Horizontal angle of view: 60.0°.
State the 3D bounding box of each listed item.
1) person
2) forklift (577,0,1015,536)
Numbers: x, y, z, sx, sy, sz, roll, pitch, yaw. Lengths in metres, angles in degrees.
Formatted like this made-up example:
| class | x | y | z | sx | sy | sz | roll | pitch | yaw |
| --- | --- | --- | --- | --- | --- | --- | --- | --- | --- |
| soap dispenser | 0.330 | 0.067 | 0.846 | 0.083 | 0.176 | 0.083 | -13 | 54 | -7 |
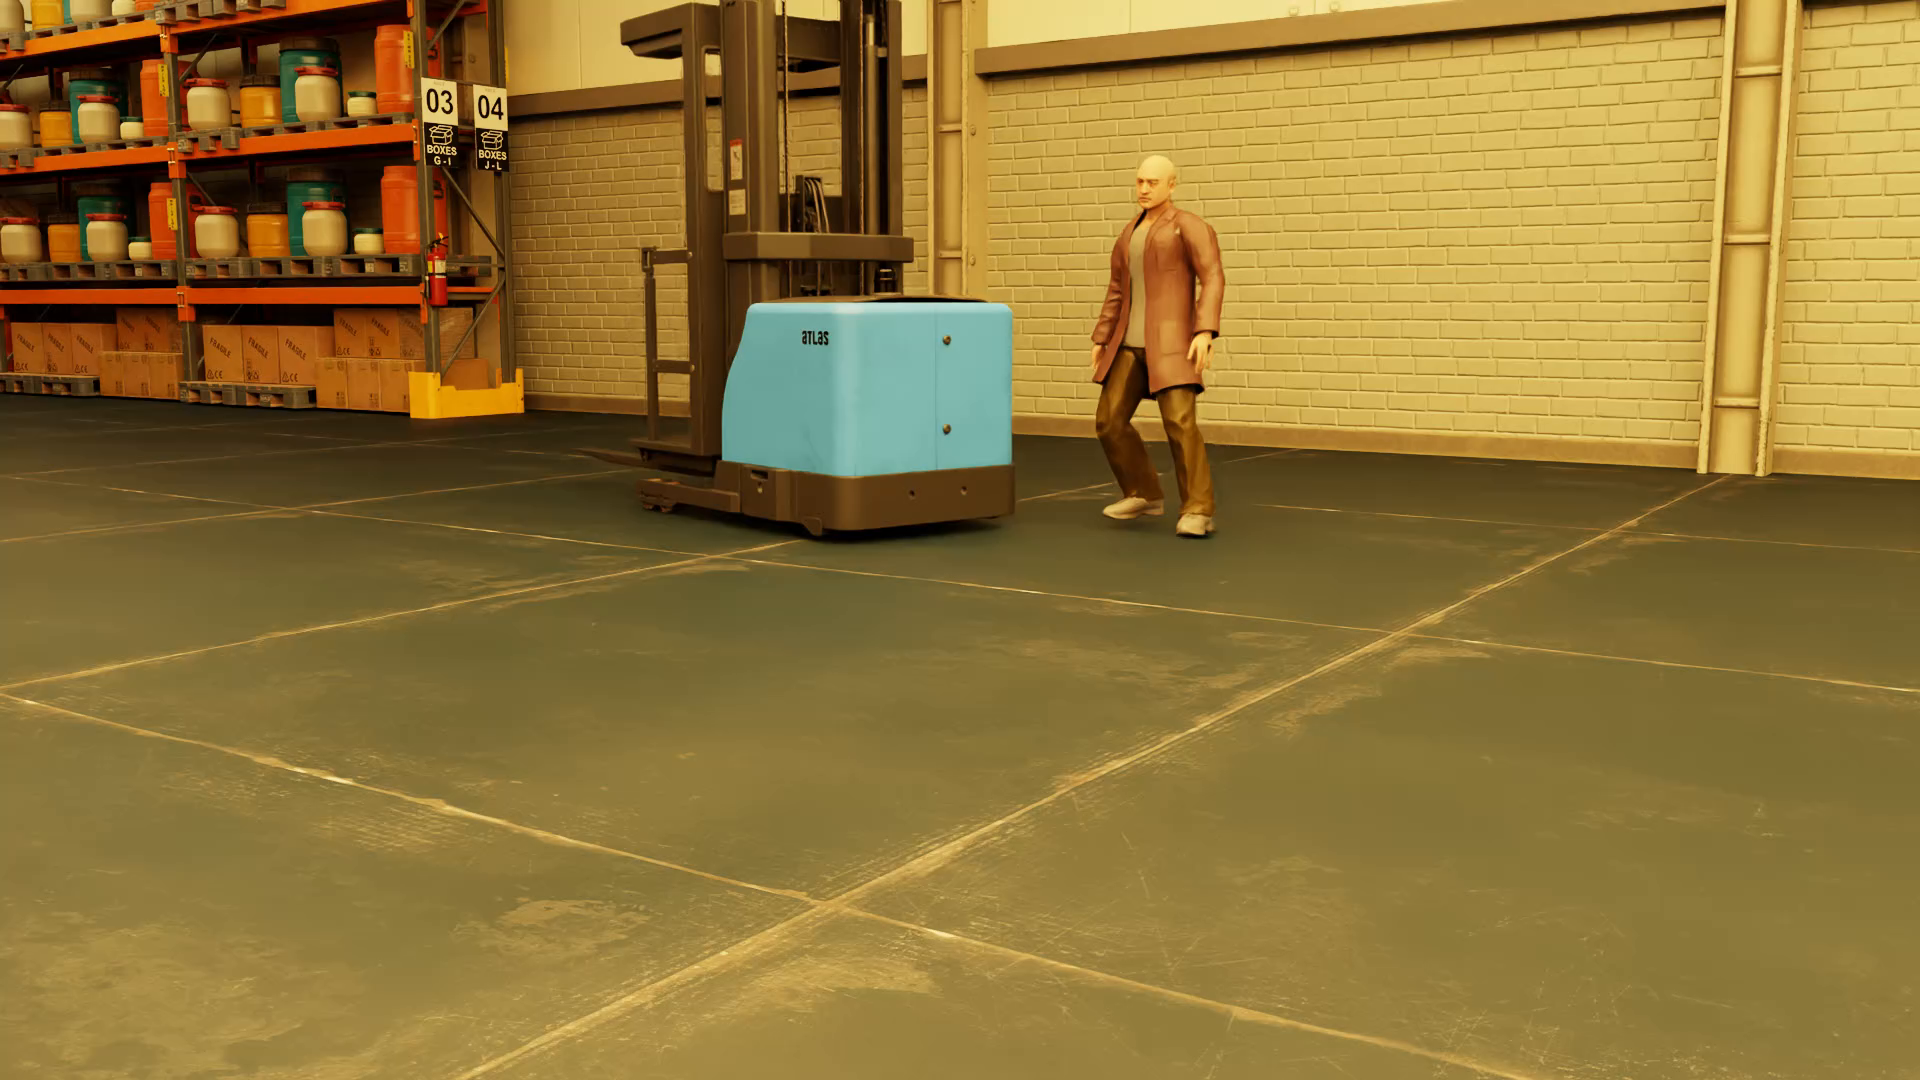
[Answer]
| class | x | y | z | sx | sy | sz | roll | pitch | yaw |
| --- | --- | --- | --- | --- | --- | --- | --- | --- | --- |
| person | 0.903 | -0.922 | 7.856 | 0.426 | 1.750 | 0.826 | -7 | 11 | -41 |
| forklift | -1.047 | -1.628 | 8.638 | 1.130 | 2.935 | 3.031 | -6 | 10 | -38 |
